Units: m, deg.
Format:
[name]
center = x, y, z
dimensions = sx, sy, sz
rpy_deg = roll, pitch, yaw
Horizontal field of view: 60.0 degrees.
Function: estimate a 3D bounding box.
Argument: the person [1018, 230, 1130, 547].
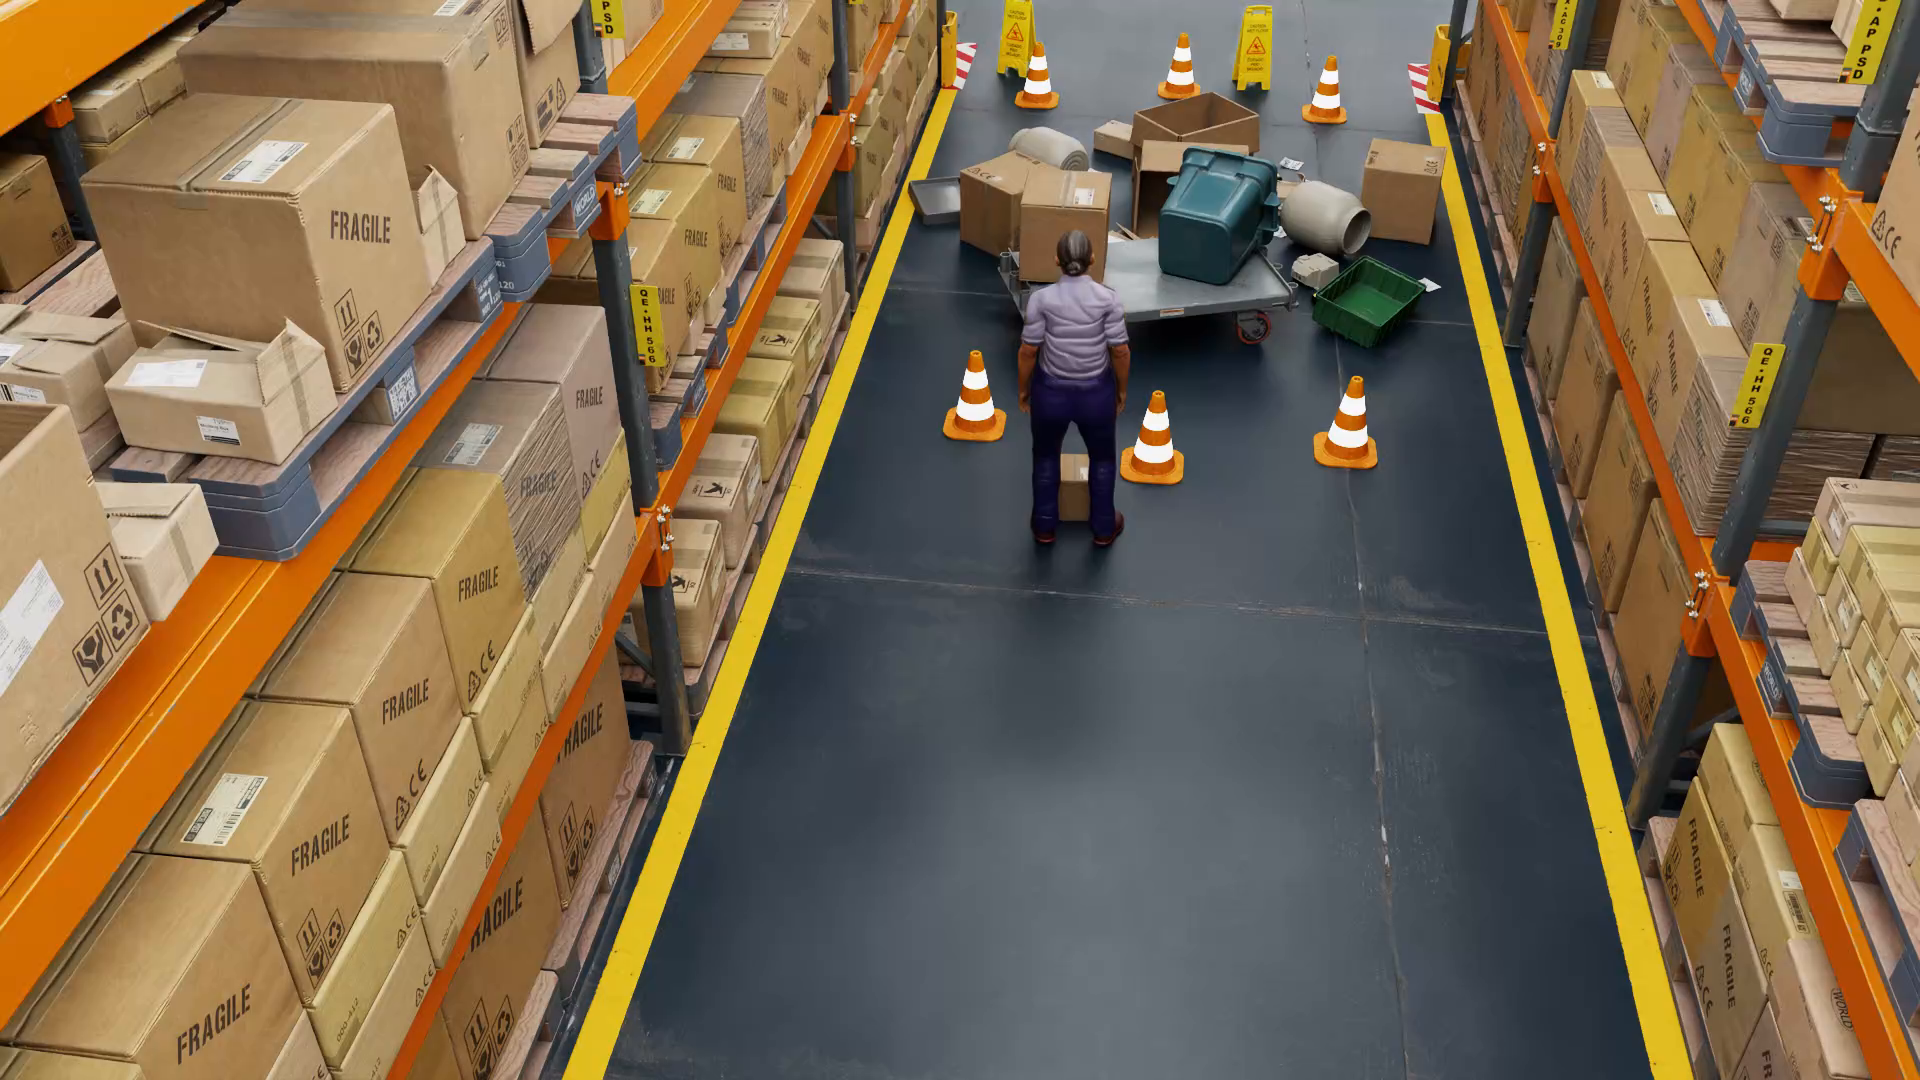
[person]
center = 0.556, -0.697, 7.991
dimensions = 0.564, 1.651, 0.367
rpy_deg = 2, 36, 3
